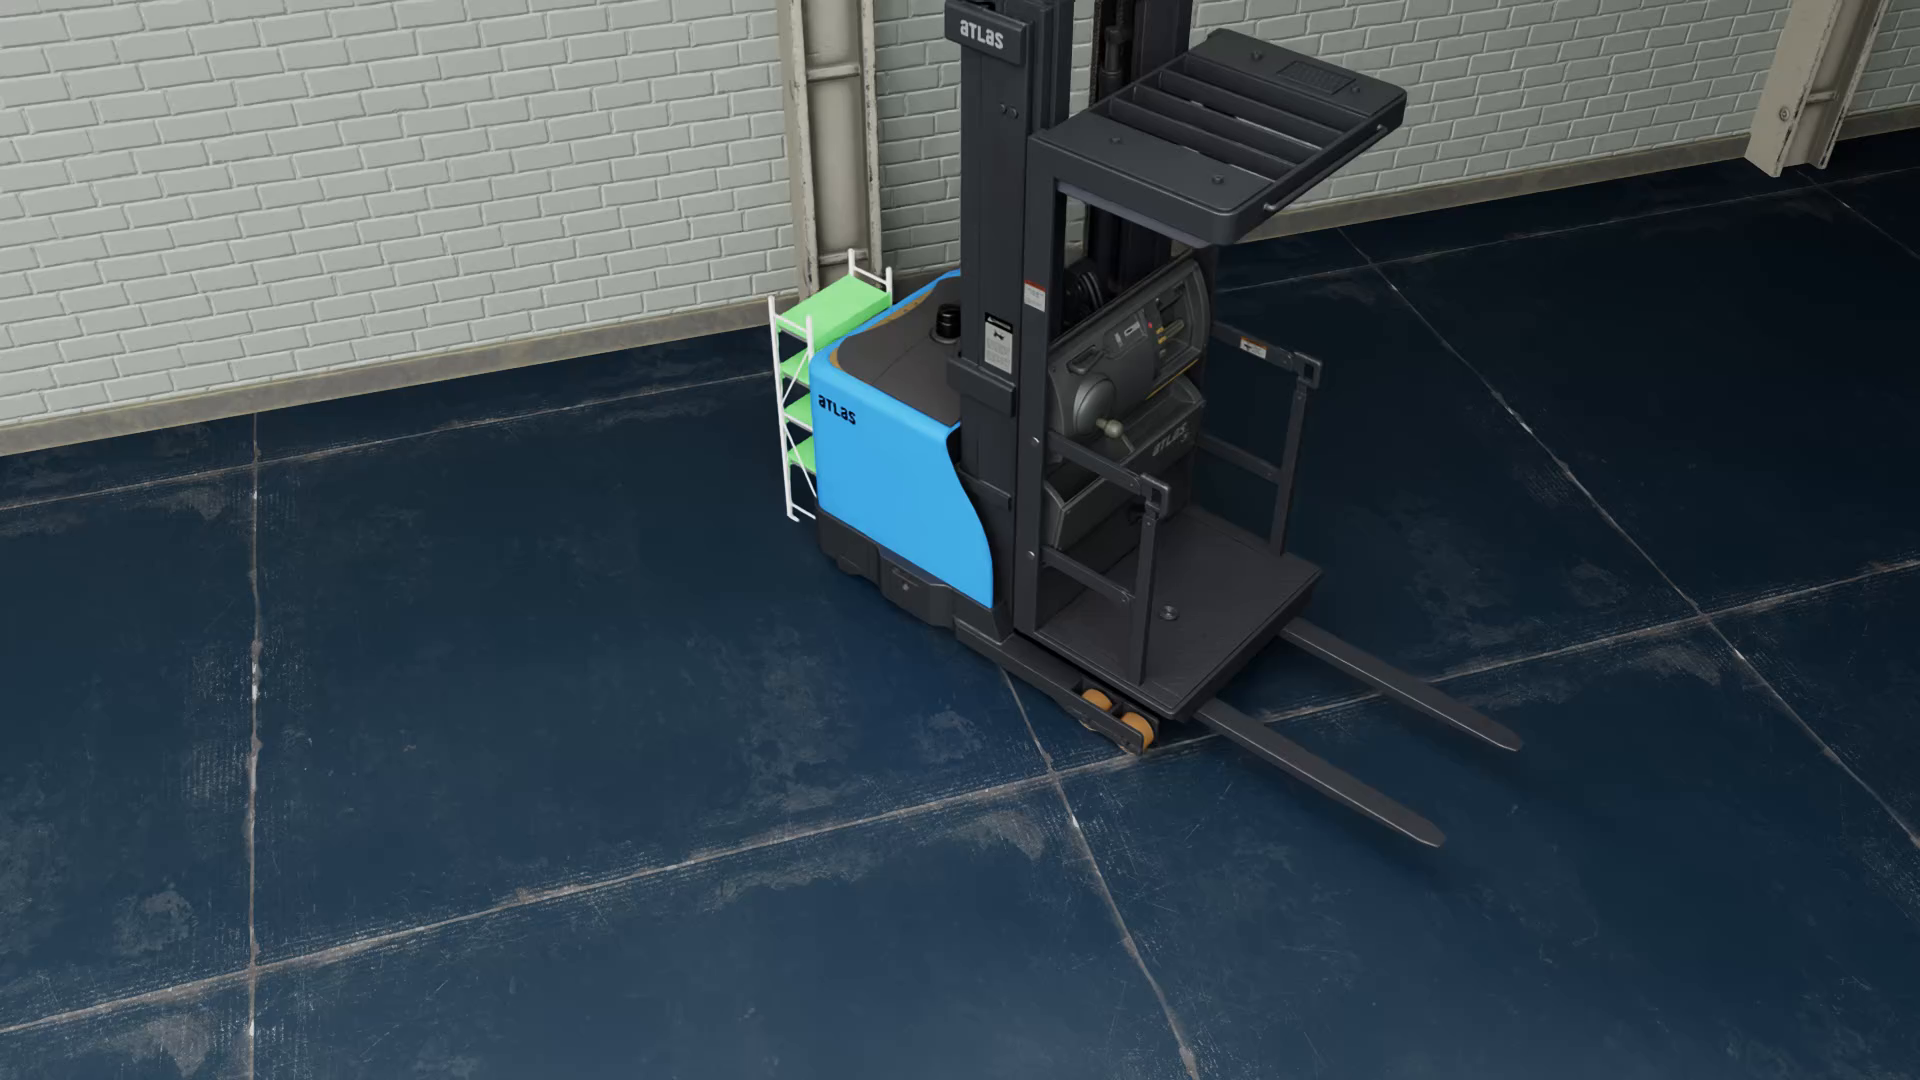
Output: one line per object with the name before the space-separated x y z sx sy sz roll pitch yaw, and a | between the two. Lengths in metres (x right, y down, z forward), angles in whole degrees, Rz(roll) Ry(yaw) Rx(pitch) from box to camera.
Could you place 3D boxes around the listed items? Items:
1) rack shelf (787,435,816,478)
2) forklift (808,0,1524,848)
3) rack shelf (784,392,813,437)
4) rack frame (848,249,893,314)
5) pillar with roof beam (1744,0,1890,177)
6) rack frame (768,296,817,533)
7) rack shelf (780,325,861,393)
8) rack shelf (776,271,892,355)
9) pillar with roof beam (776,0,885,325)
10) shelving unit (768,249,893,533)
rack shelf | -0.547 -0.408 7.617 0.258 0.148 0.480 29 49 29
forklift | 0.802 -0.646 6.111 3.031 2.935 1.130 30 49 30
rack shelf | -0.547 -0.589 7.459 0.258 0.148 0.480 29 49 29
rack frame | -0.388 -0.759 7.556 0.240 1.200 0.015 29 49 29
pillar with roof beam | 6.385 -3.031 4.229 0.400 9.000 9.100 -12 42 -13
rack frame | -0.705 -0.515 7.277 0.240 1.200 0.015 29 49 29
rack shelf | -0.547 -0.769 7.301 0.258 0.148 0.480 29 49 29
rack shelf | -0.547 -0.950 7.143 0.258 0.148 0.480 29 49 29
pillar with roof beam | 0.662 -1.845 2.872 0.400 9.000 9.100 -12 42 -13
shelving unit | -0.547 -0.637 7.417 0.258 1.200 0.503 29 49 29
